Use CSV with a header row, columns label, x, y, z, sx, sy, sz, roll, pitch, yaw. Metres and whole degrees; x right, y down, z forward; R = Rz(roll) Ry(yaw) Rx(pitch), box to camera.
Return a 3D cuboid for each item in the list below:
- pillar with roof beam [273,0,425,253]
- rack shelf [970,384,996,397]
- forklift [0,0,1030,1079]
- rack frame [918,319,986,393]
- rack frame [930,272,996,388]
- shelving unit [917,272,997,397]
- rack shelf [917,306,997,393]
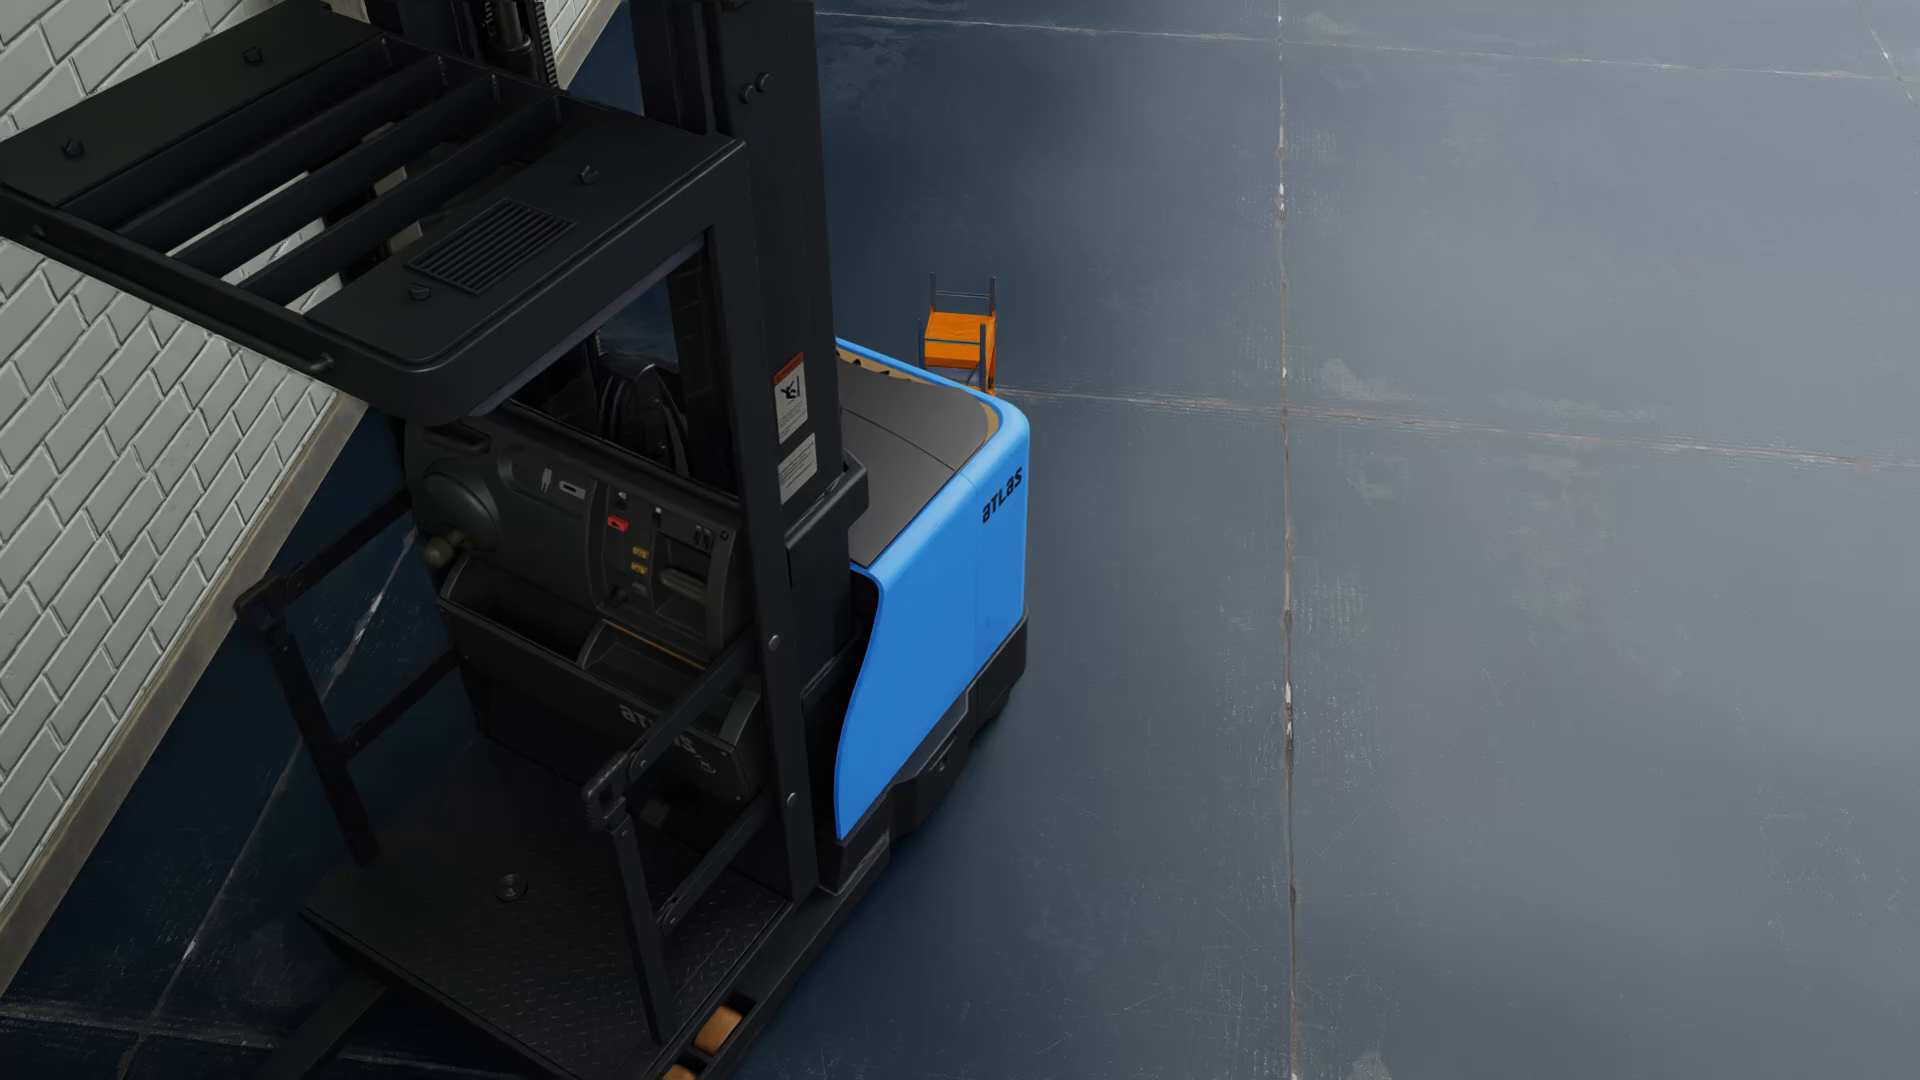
label,x,y,z,sx,sy,sz,roll,pitch,yaw
pillar with roof beam,2.204,-3.655,3.066,9.100,9.000,0.400,5,44,6
rack shelf,-0.007,-0.337,5.358,0.215,0.259,0.240,5,44,6
forklift,-0.989,0.049,3.567,1.130,2.935,3.031,23,48,22
rack frame,-0.023,-0.262,5.263,0.200,1.050,0.008,5,44,6
rack frame,0.009,-0.428,5.438,0.200,1.050,0.008,5,44,6
shelving unit,-0.007,-0.345,5.351,0.215,1.050,0.252,5,44,6
rack shelf,-0.007,-0.543,5.163,0.215,0.259,0.240,5,44,6
